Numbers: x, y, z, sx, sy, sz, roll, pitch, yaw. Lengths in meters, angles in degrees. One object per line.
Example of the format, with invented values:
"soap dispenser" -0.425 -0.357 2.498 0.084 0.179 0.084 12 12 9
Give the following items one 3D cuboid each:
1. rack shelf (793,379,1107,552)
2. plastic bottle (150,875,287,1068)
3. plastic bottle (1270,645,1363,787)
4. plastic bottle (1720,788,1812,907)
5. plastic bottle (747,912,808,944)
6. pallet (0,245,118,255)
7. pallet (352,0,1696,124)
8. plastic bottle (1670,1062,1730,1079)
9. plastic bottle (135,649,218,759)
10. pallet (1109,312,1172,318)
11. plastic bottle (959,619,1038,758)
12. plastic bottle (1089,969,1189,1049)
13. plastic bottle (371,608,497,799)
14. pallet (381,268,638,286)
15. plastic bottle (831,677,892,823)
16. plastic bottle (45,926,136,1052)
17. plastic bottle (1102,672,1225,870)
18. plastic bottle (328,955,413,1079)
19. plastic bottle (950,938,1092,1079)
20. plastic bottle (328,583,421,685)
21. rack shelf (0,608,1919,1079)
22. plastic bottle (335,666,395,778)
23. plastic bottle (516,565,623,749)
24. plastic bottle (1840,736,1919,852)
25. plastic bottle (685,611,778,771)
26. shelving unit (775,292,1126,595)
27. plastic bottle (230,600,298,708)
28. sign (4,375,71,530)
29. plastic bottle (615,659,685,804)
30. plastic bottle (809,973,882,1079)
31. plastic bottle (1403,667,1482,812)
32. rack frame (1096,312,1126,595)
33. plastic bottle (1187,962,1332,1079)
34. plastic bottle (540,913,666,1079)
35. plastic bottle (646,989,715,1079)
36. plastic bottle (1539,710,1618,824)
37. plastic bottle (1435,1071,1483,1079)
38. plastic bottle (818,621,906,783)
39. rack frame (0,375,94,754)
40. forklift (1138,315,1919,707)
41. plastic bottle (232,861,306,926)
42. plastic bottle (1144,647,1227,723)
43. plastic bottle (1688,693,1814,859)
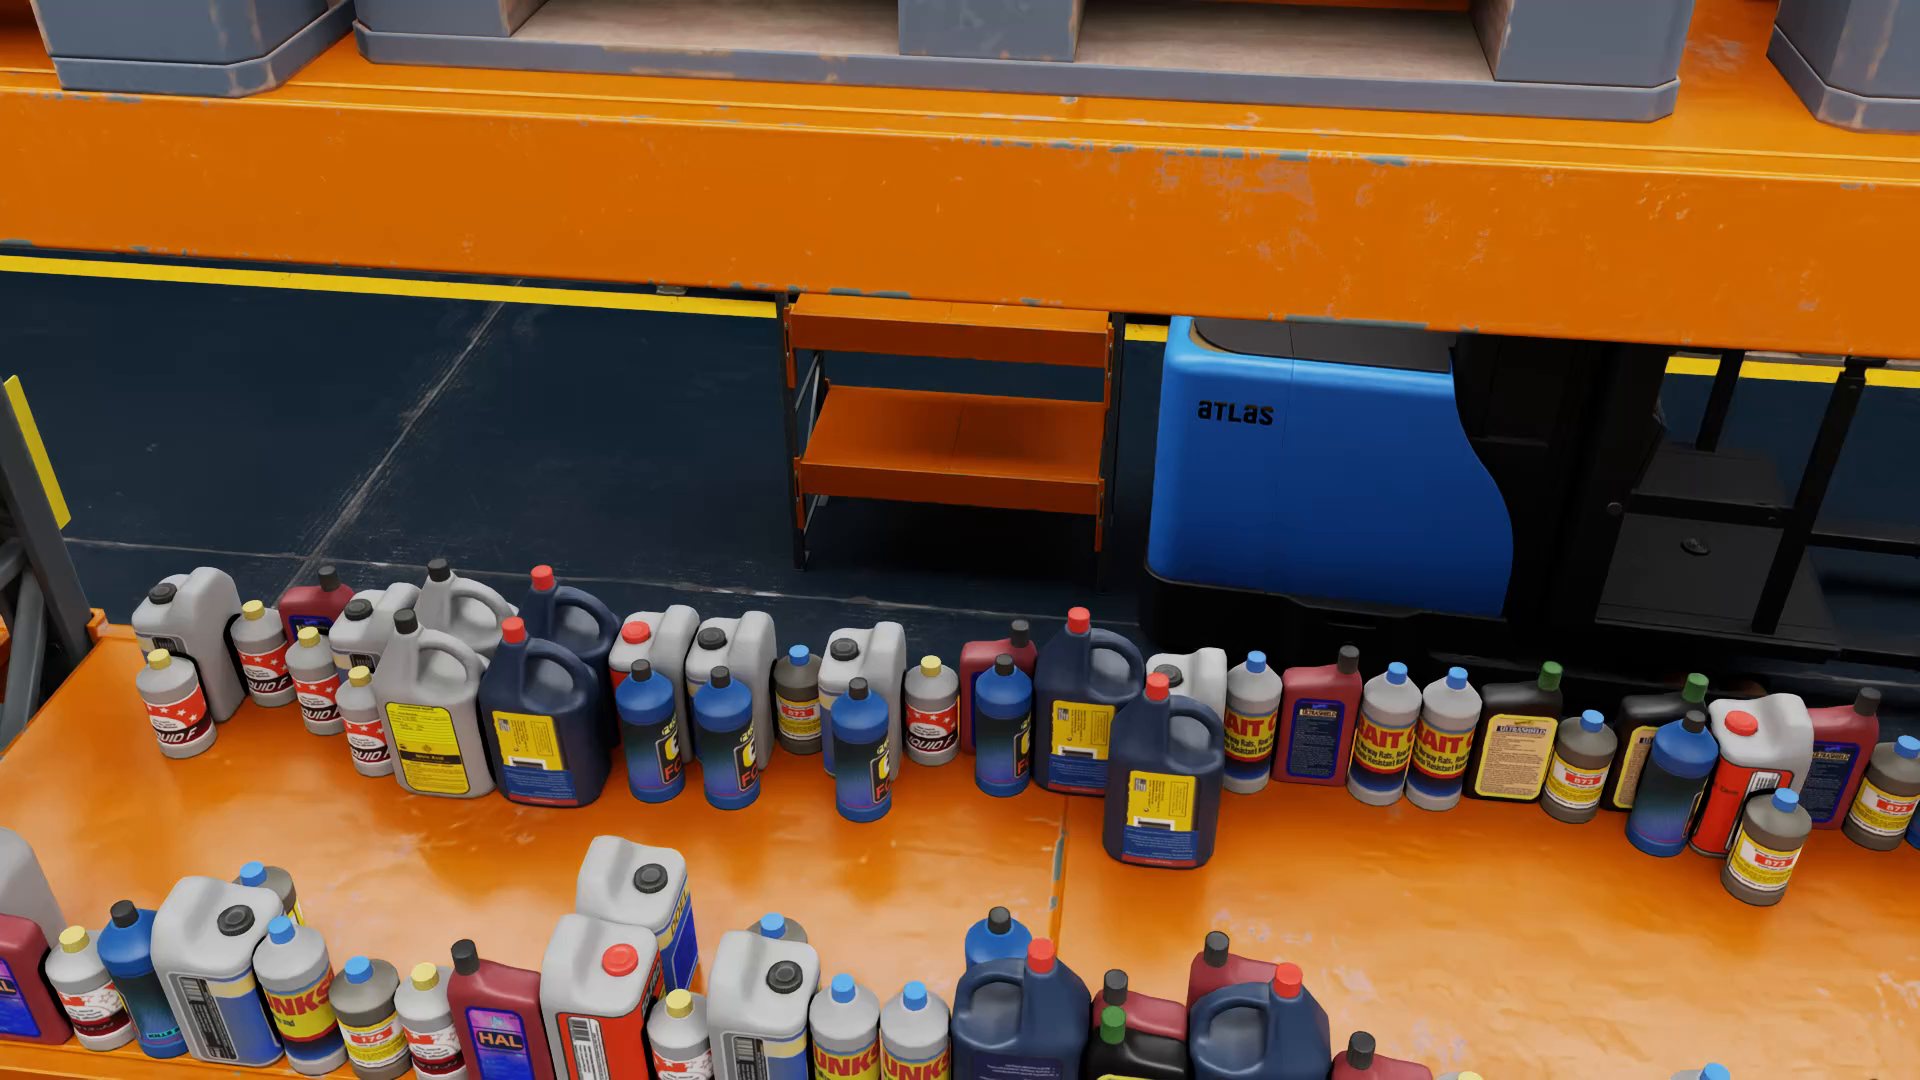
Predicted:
"rack shelf" -0.007 -0.259 5.566 1.000 0.278 0.538 4 36 6
"plastic bottle" -1.053 0.616 2.412 0.135 0.276 0.152 4 36 6
"plastic bottle" 0.612 0.298 2.851 0.133 0.283 0.061 4 36 6
"plastic bottle" 1.296 0.482 2.664 0.097 0.201 0.097 0 36 0
"plastic bottle" -0.271 0.631 2.454 0.097 0.201 0.097 0 36 0
"pallet" -4.361 -1.716 7.973 1.213 0.211 1.003 4 36 6
"pallet" 0.088 -0.776 1.835 1.213 0.211 1.003 4 36 6
"plastic bottle" 0.958 0.784 2.181 0.097 0.271 0.097 0 36 0
"plastic bottle" -1.392 0.281 2.945 0.097 0.201 0.097 0 36 0
"pallet" 0.792 -1.332 7.435 1.213 0.211 1.003 4 36 6
"plastic bottle" 0.066 0.257 2.908 0.133 0.283 0.061 4 36 6
"plastic bottle" 0.243 0.700 2.287 0.133 0.283 0.061 4 36 6
"plastic bottle" -0.892 0.267 2.836 0.185 0.351 0.144 4 36 6
"pallet" -1.940 -1.536 7.720 1.213 0.211 1.003 4 36 6
"plastic bottle" -0.166 0.344 2.796 0.097 0.271 0.097 0 36 0
"plastic bottle" -1.269 0.646 2.434 0.097 0.201 0.097 0 36 0
"plastic bottle" 0.333 0.363 2.702 0.185 0.351 0.144 4 36 6
"plastic bottle" -0.845 0.678 2.390 0.097 0.201 0.097 0 36 0
"plastic bottle" 0.083 0.672 2.268 0.185 0.351 0.144 4 36 6
"plastic bottle" -1.033 0.205 2.988 0.135 0.276 0.152 4 36 6
"rack shelf" 0.157 0.725 2.771 4.000 0.370 1.077 4 36 6
"plastic bottle" -1.030 0.308 2.907 0.097 0.201 0.097 0 36 0
"plastic bottle" -0.690 0.197 2.934 0.185 0.351 0.144 4 36 6
"plastic bottle" 1.544 0.411 2.763 0.097 0.201 0.097 0 36 0
"plastic bottle" -0.399 0.252 2.922 0.135 0.276 0.152 4 36 6
"shelving unit" -0.007 -0.458 5.424 1.048 1.125 0.538 4 36 6
"plastic bottle" -1.276 0.201 3.057 0.097 0.201 0.097 0 36 0
"sign" -1.755 -0.145 3.133 0.005 0.325 0.100 4 36 6
"plastic bottle" -0.530 0.317 2.834 0.097 0.271 0.097 0 36 0
"plastic bottle" -0.156 0.700 2.297 0.097 0.271 0.097 0 36 0
"plastic bottle" 0.821 0.329 2.818 0.097 0.271 0.097 0 36 0
"rack frame" 0.498 -0.421 5.371 0.032 1.125 0.500 4 36 6
"plastic bottle" 0.399 0.696 2.235 0.185 0.351 0.144 4 36 6
"plastic bottle" -0.498 0.657 2.354 0.135 0.276 0.152 4 36 6
"plastic bottle" -0.386 0.712 2.342 0.097 0.201 0.097 0 36 0
"plastic bottle" 1.050 0.374 2.814 0.097 0.201 0.097 0 36 0
"plastic bottle" 0.668 0.790 2.231 0.097 0.201 0.097 0 36 0
"plastic bottle" -0.169 0.269 2.898 0.135 0.276 0.152 4 36 6
"rack frame" -1.827 0.284 2.770 0.127 3.000 1.000 4 36 6
"forklift" 2.133 -0.951 4.559 3.031 2.935 1.130 6 36 9
"plastic bottle" -1.056 0.573 2.536 0.097 0.201 0.097 0 36 0
"plastic bottle" 0.377 0.310 2.841 0.135 0.276 0.152 4 36 6
"plastic bottle" 1.294 0.378 2.745 0.135 0.276 0.152 4 36 6
